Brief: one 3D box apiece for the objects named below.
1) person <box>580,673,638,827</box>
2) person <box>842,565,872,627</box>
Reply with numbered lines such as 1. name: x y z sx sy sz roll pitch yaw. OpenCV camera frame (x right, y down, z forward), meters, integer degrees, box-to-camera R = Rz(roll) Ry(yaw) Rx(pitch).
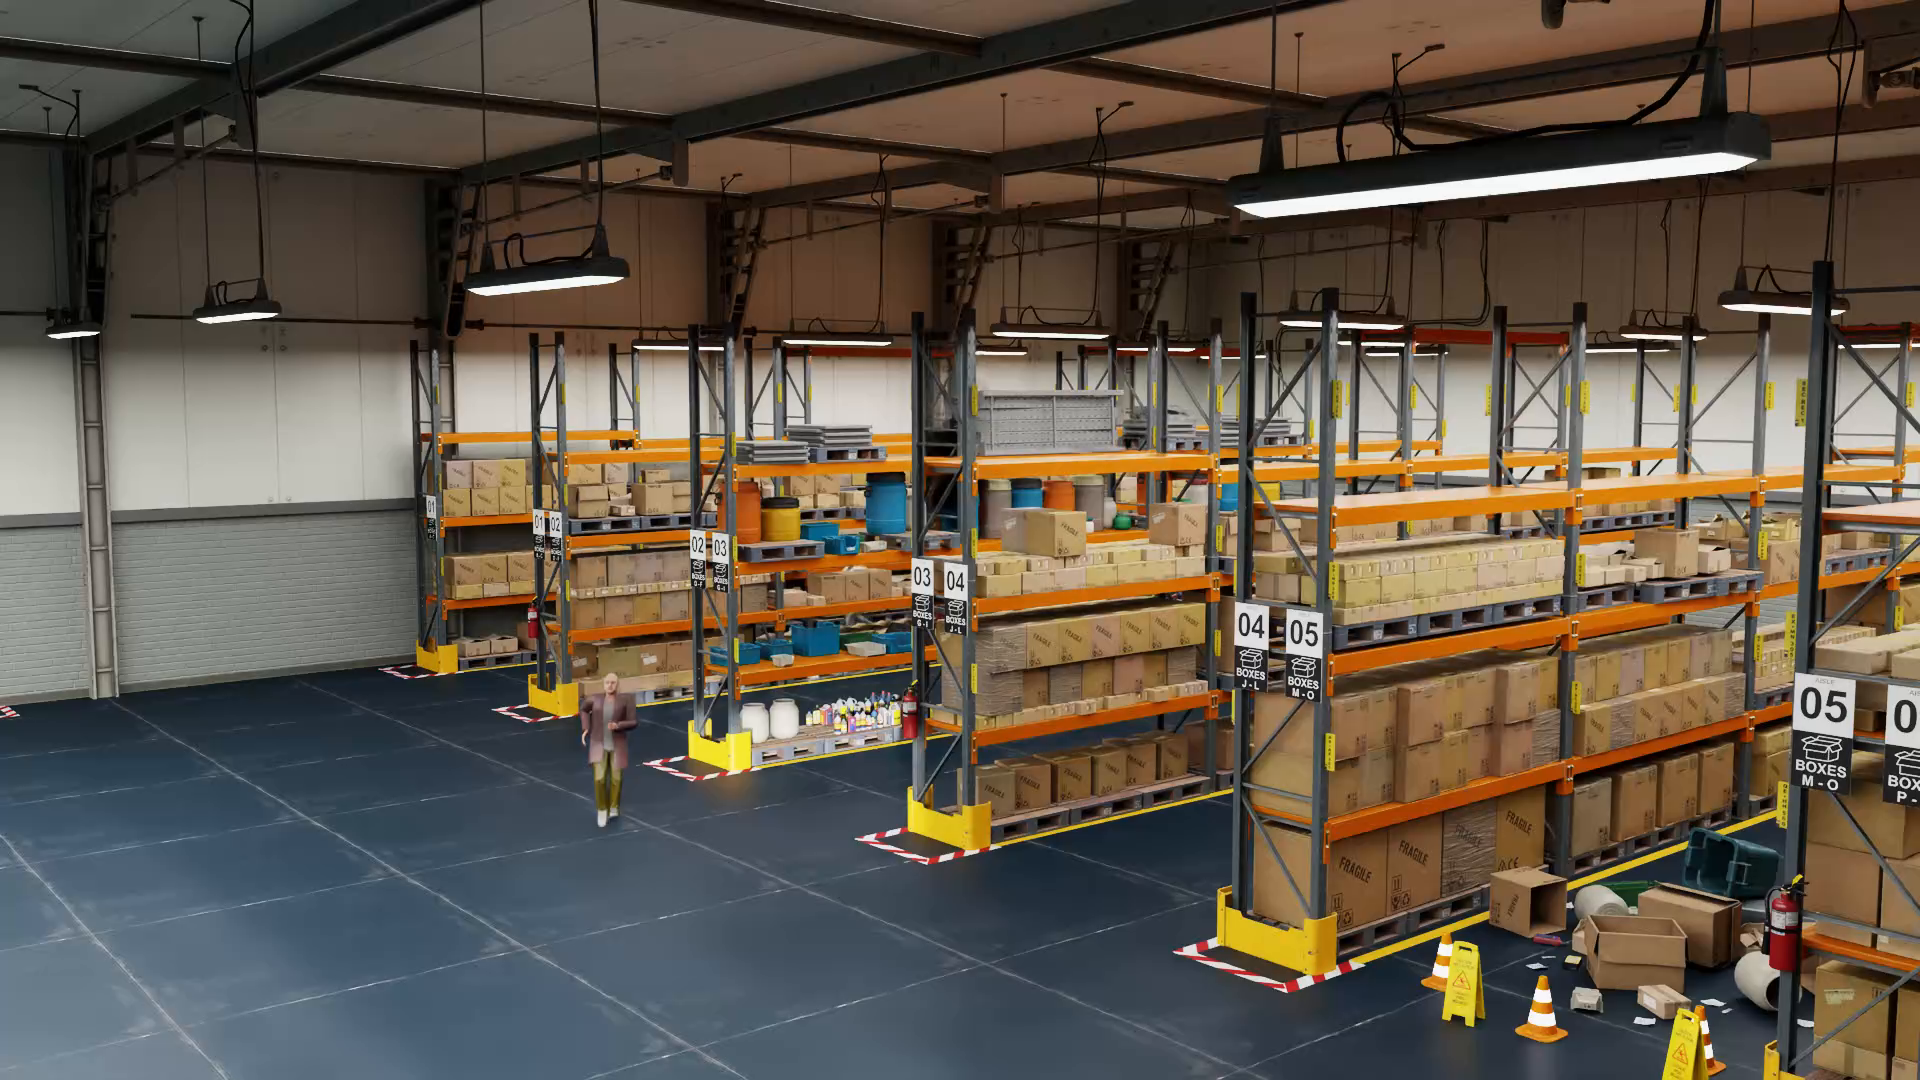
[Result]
1. person: -4.137 2.475 19.616 0.676 1.811 0.743 -1 5 -12
2. person: -2.124 1.173 33.534 0.690 1.771 1.042 5 7 43
